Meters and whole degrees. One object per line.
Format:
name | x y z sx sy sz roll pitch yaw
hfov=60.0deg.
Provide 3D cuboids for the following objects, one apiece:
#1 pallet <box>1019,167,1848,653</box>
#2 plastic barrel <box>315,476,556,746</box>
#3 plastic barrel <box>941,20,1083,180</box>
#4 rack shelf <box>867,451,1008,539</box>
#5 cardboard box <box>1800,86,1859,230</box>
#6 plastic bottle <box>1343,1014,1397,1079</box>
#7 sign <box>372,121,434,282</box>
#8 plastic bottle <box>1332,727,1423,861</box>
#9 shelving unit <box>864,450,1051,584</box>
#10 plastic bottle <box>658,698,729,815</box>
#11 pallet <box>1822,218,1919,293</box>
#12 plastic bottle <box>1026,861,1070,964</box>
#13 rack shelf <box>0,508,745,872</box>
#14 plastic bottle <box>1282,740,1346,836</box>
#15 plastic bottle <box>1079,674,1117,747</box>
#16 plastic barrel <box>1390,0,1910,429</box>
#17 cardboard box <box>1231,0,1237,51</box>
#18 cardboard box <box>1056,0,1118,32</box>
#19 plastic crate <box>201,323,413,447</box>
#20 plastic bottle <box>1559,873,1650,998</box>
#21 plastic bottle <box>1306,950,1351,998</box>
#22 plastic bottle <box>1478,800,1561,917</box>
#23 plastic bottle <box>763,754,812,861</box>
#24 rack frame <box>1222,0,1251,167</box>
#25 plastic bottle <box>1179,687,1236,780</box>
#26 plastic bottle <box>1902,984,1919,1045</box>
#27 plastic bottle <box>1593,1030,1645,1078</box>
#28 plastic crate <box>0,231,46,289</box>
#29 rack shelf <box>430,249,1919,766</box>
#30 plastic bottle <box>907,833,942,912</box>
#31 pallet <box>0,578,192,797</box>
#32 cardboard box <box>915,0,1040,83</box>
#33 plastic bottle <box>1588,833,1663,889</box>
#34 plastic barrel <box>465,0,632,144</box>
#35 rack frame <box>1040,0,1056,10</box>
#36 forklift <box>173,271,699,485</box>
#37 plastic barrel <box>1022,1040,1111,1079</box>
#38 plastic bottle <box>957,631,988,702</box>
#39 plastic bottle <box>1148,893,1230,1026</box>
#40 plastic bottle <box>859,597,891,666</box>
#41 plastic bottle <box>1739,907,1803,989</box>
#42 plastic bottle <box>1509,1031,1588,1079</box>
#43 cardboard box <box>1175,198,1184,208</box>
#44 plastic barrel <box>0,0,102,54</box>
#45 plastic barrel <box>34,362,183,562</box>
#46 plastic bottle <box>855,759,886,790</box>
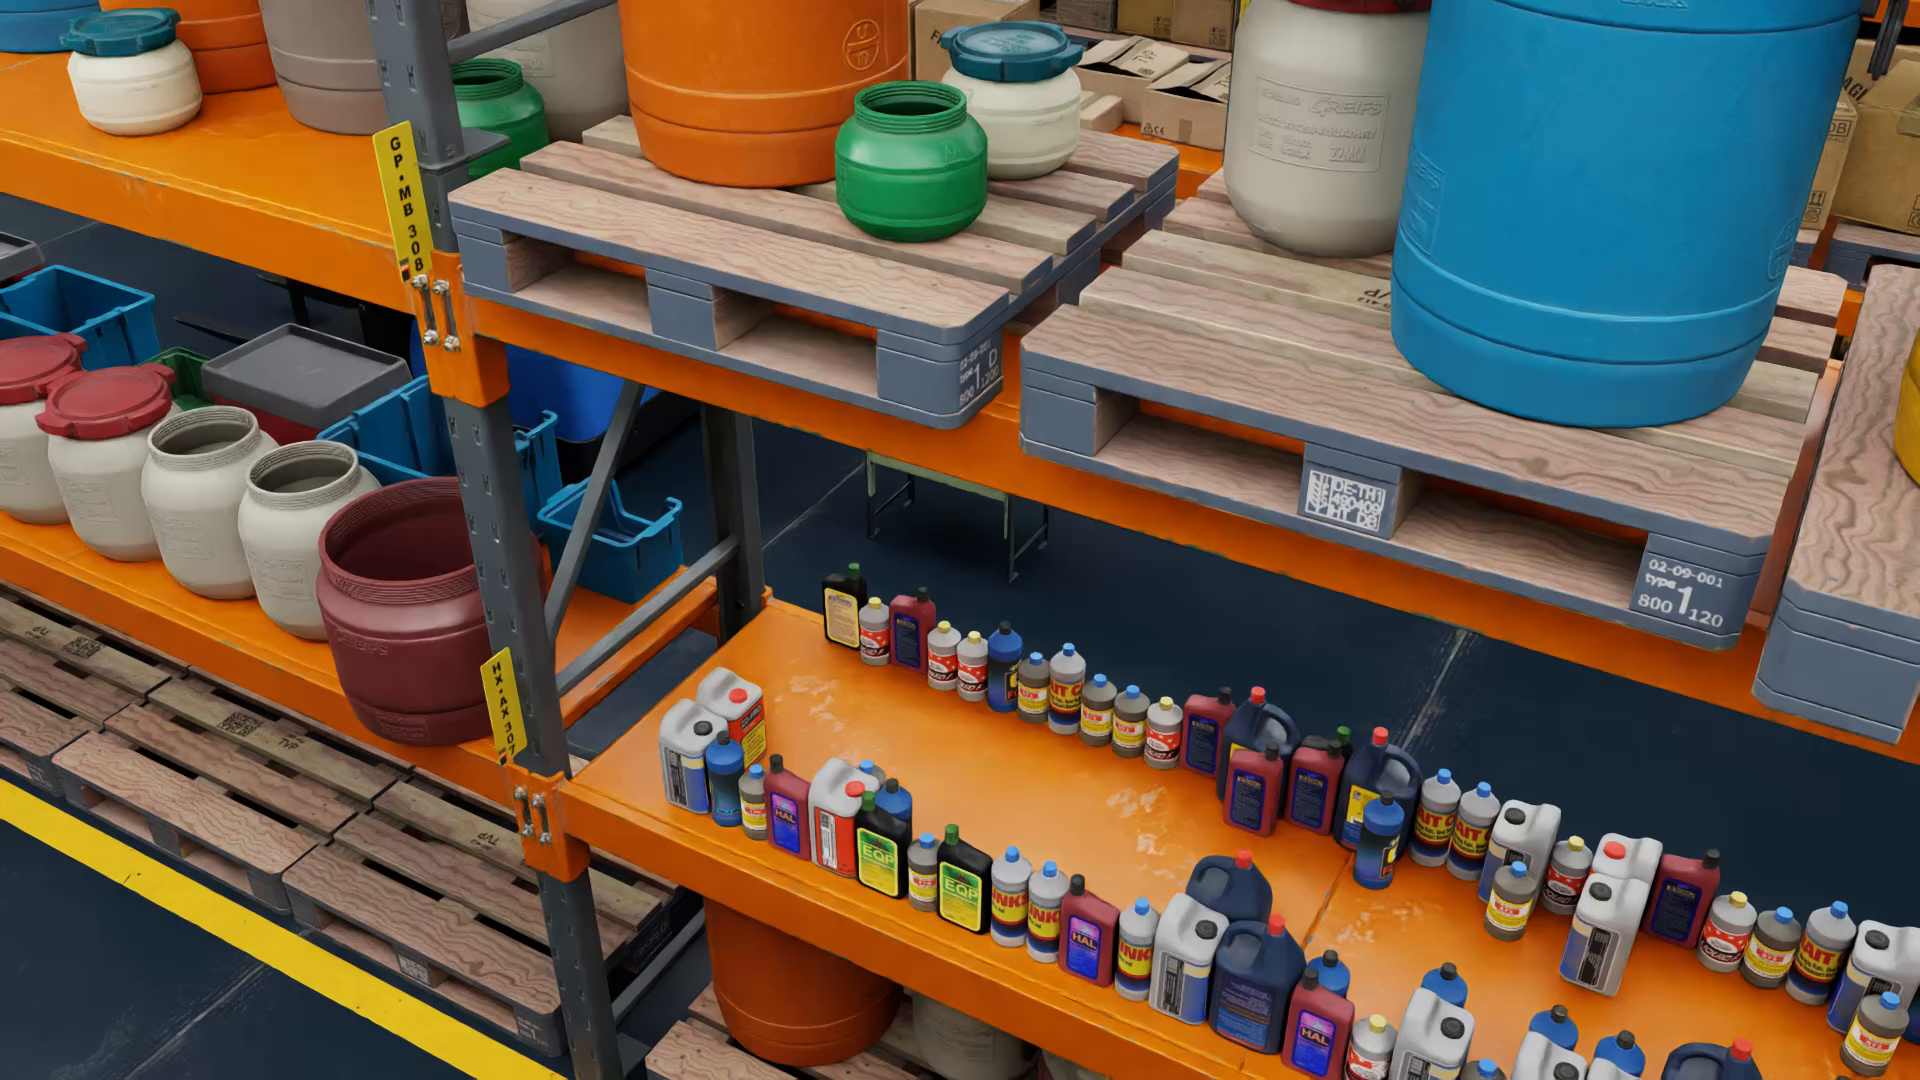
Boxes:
pallet | 0.859 -0.320 2.988 1.213 0.211 1.003 18 37 24
plastic barrel | -1.452 0.190 4.635 0.708 0.536 0.600 18 37 24
plastic barrel | 0.105 -0.913 3.454 0.301 0.262 0.301 0 34 0
rack shelf | -0.006 -0.355 7.518 0.720 0.370 0.431 18 37 24
cardboard box | 3.470 -1.726 7.167 0.500 0.500 0.700 8 35 12
plastic bottle | 0.884 1.100 3.571 0.097 0.201 0.097 0 34 0
sign | -1.166 -0.709 3.497 0.005 0.325 0.100 18 37 24
plastic bottle | 1.050 0.621 4.156 0.185 0.351 0.144 18 37 24
shelving unit | -0.006 -0.626 7.337 0.755 1.500 0.431 18 37 24
plastic bottle | -0.684 0.555 4.322 0.135 0.276 0.152 18 37 24
pallet | 4.395 -1.246 7.088 1.213 0.211 1.003 18 37 24
plastic bottle | 0.206 0.856 3.874 0.097 0.271 0.097 0 34 0
rack shelf | -2.635 -0.022 5.725 4.000 0.370 1.077 18 37 24
plastic bottle | 0.902 0.615 4.226 0.133 0.283 0.061 18 37 24
plastic bottle | 0.378 0.455 4.539 0.097 0.201 0.097 0 34 0
plastic barrel | 1.016 -0.699 2.556 0.708 0.901 0.600 18 37 24
cardboard box | 2.531 -4.175 13.171 0.500 0.500 0.700 17 37 24
cardboard box | 1.191 -4.587 13.790 0.500 0.500 0.700 19 38 26
plastic crate | -2.150 -0.389 5.571 0.583 0.464 0.402 18 37 24
plastic bottle | 1.482 0.888 3.821 0.135 0.276 0.152 18 37 24
plastic bottle | 0.798 1.005 3.651 0.097 0.271 0.097 0 34 0
plastic bottle | 1.356 0.752 4.027 0.135 0.276 0.152 18 37 24
plastic bottle | -0.421 0.664 4.151 0.133 0.283 0.061 18 37 24
rack frame | 1.562 -2.154 8.278 0.127 3.000 1.000 18 37 24
plastic bottle | 0.656 0.498 4.402 0.133 0.283 0.061 18 37 24
plastic bottle | 2.158 0.990 3.673 0.097 0.271 0.097 0 34 0
plastic bottle | 1.362 1.125 3.470 0.097 0.271 0.097 0 34 0
plastic crate | -3.800 -0.912 6.355 0.583 0.464 0.402 18 37 24
rack shelf | 0.838 -0.170 3.242 4.000 0.370 1.077 18 37 24
plastic bottle | -0.079 0.795 4.029 0.097 0.201 0.097 0 34 0
pallet | -3.671 0.487 6.829 1.213 0.211 1.003 18 37 24
cardboard box | 0.097 -2.649 8.931 0.500 0.500 0.500 16 37 22
plastic bottle | 1.557 0.815 3.931 0.135 0.276 0.152 18 37 24
plastic barrel | -1.017 -1.299 4.187 0.421 0.512 0.421 0 34 0
rack frame | 0.544 -5.639 13.511 0.127 3.000 1.000 18 37 24
forklift | -2.866 -2.047 8.180 3.031 2.935 1.130 16 37 23
plastic barrel | 0.515 1.495 4.596 0.708 0.588 0.600 18 37 24
plastic bottle | 0.040 0.348 4.700 0.097 0.201 0.097 0 34 0
plastic bottle | 0.520 0.936 3.749 0.135 0.276 0.152 18 37 24
plastic bottle | -0.245 0.258 4.835 0.097 0.201 0.097 0 34 0
plastic bottle | 1.872 0.929 3.829 0.097 0.201 0.097 0 34 0
plastic bottle | 1.200 1.152 3.426 0.135 0.276 0.152 18 37 24
cardboard box | 1.253 -1.703 9.197 0.500 0.311 0.500 19 38 26
plastic barrel | -2.687 -1.933 4.788 0.708 0.901 0.600 18 37 24
plastic barrel | -2.637 -0.238 5.279 0.433 0.535 0.433 0 34 0
plastic bottle | -0.236 0.648 4.249 0.097 0.201 0.097 0 34 0
